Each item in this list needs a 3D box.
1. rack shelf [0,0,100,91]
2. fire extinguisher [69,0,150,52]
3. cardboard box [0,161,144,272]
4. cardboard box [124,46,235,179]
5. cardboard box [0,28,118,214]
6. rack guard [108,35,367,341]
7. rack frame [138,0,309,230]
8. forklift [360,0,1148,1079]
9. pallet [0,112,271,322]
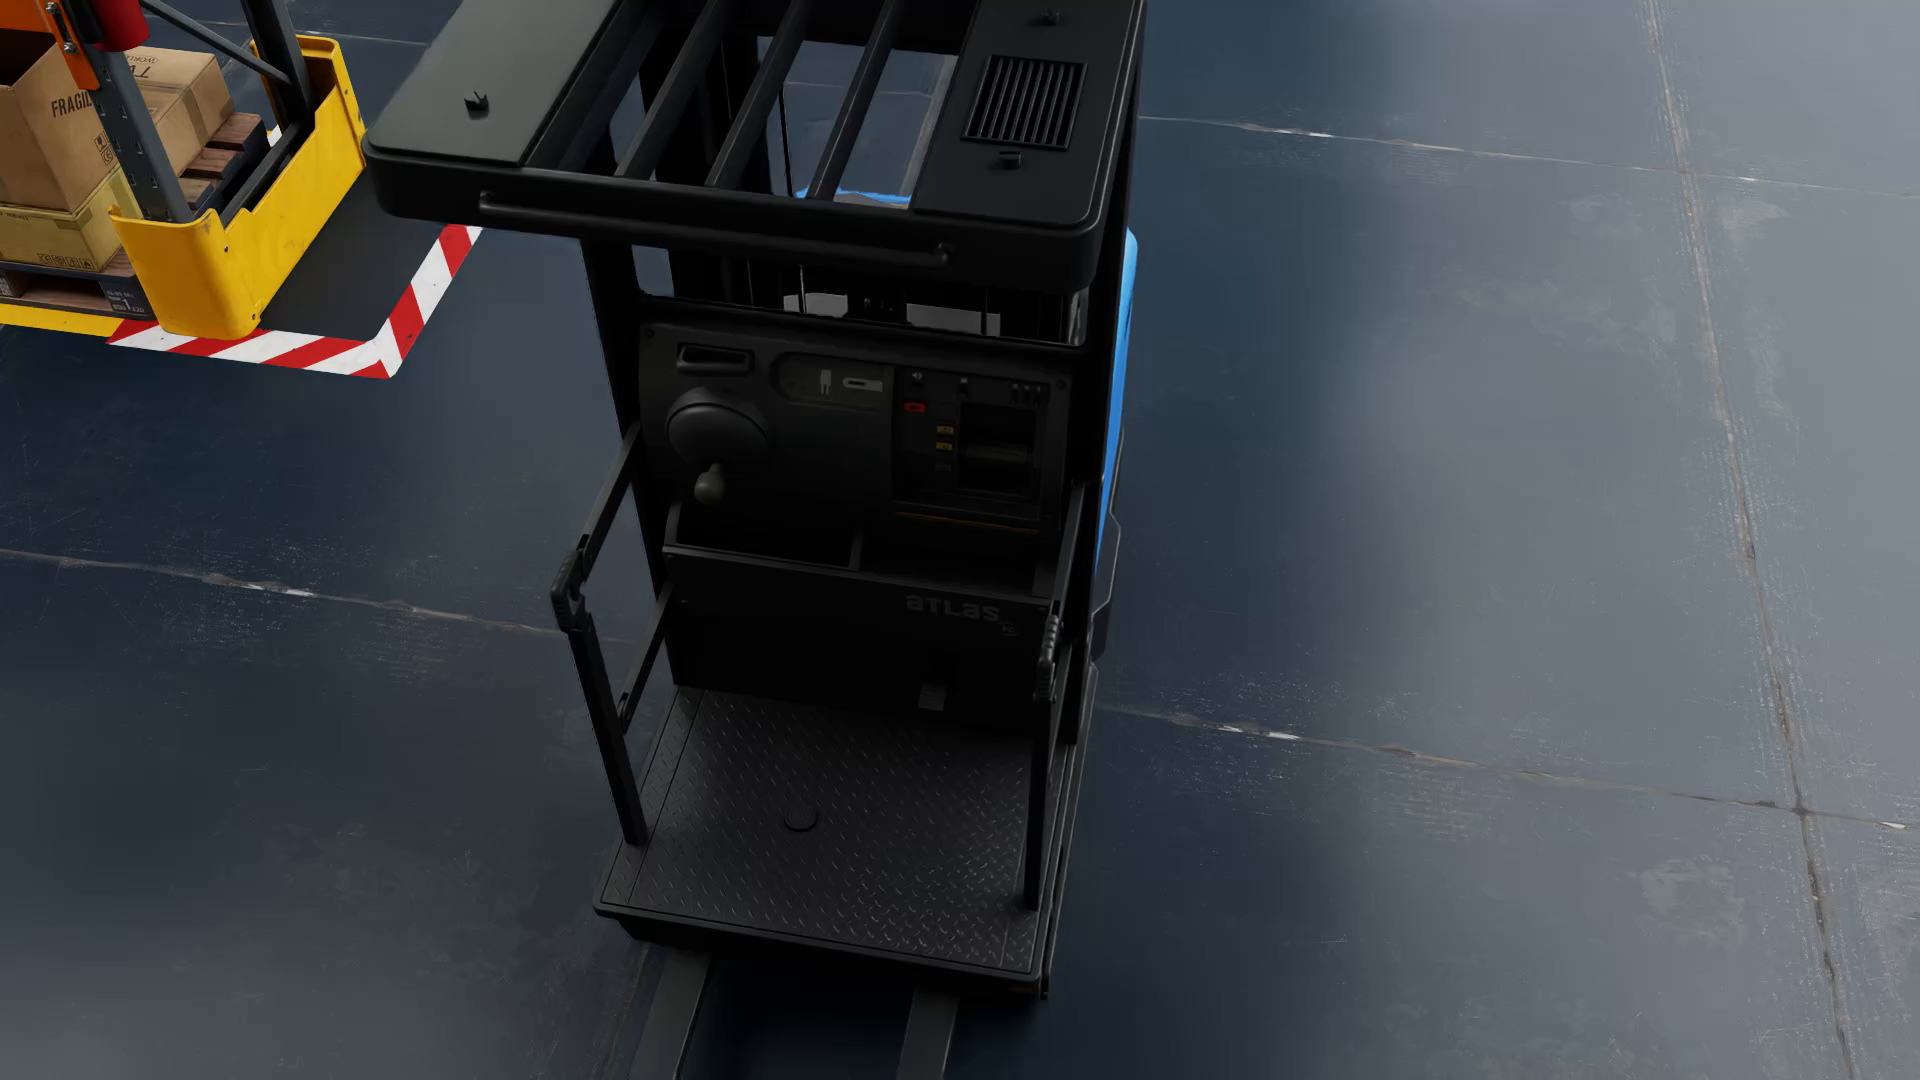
[{"bbox_3d":[-4.586,-2.177,5.673,4.000,0.370,1.077,8,49,7],"label":"rack shelf"},{"bbox_3d":[-2.584,-1.771,4.877,0.183,0.674,0.296,8,49,7],"label":"fire extinguisher"},{"bbox_3d":[-3.198,-1.229,5.904,0.500,0.250,0.500,8,49,7],"label":"cardboard box"},{"bbox_3d":[-3.106,-1.608,6.244,0.500,0.250,0.500,8,49,7],"label":"cardboard box"},{"bbox_3d":[-3.198,-1.478,5.623,0.500,0.500,0.500,8,49,7],"label":"cardboard box"},{"bbox_3d":[-2.594,-1.314,6.095,0.348,0.500,1.175,8,49,7],"label":"rack guard"},{"bbox_3d":[-2.618,-2.150,5.166,0.053,2.616,0.949,8,49,7],"label":"rack frame"},{"bbox_3d":[-0.267,-0.136,3.402,1.130,2.935,3.031,8,49,7],"label":"forklift"},{"bbox_3d":[-3.378,-1.291,6.268,1.213,0.211,1.003,8,49,7],"label":"pallet"}]
